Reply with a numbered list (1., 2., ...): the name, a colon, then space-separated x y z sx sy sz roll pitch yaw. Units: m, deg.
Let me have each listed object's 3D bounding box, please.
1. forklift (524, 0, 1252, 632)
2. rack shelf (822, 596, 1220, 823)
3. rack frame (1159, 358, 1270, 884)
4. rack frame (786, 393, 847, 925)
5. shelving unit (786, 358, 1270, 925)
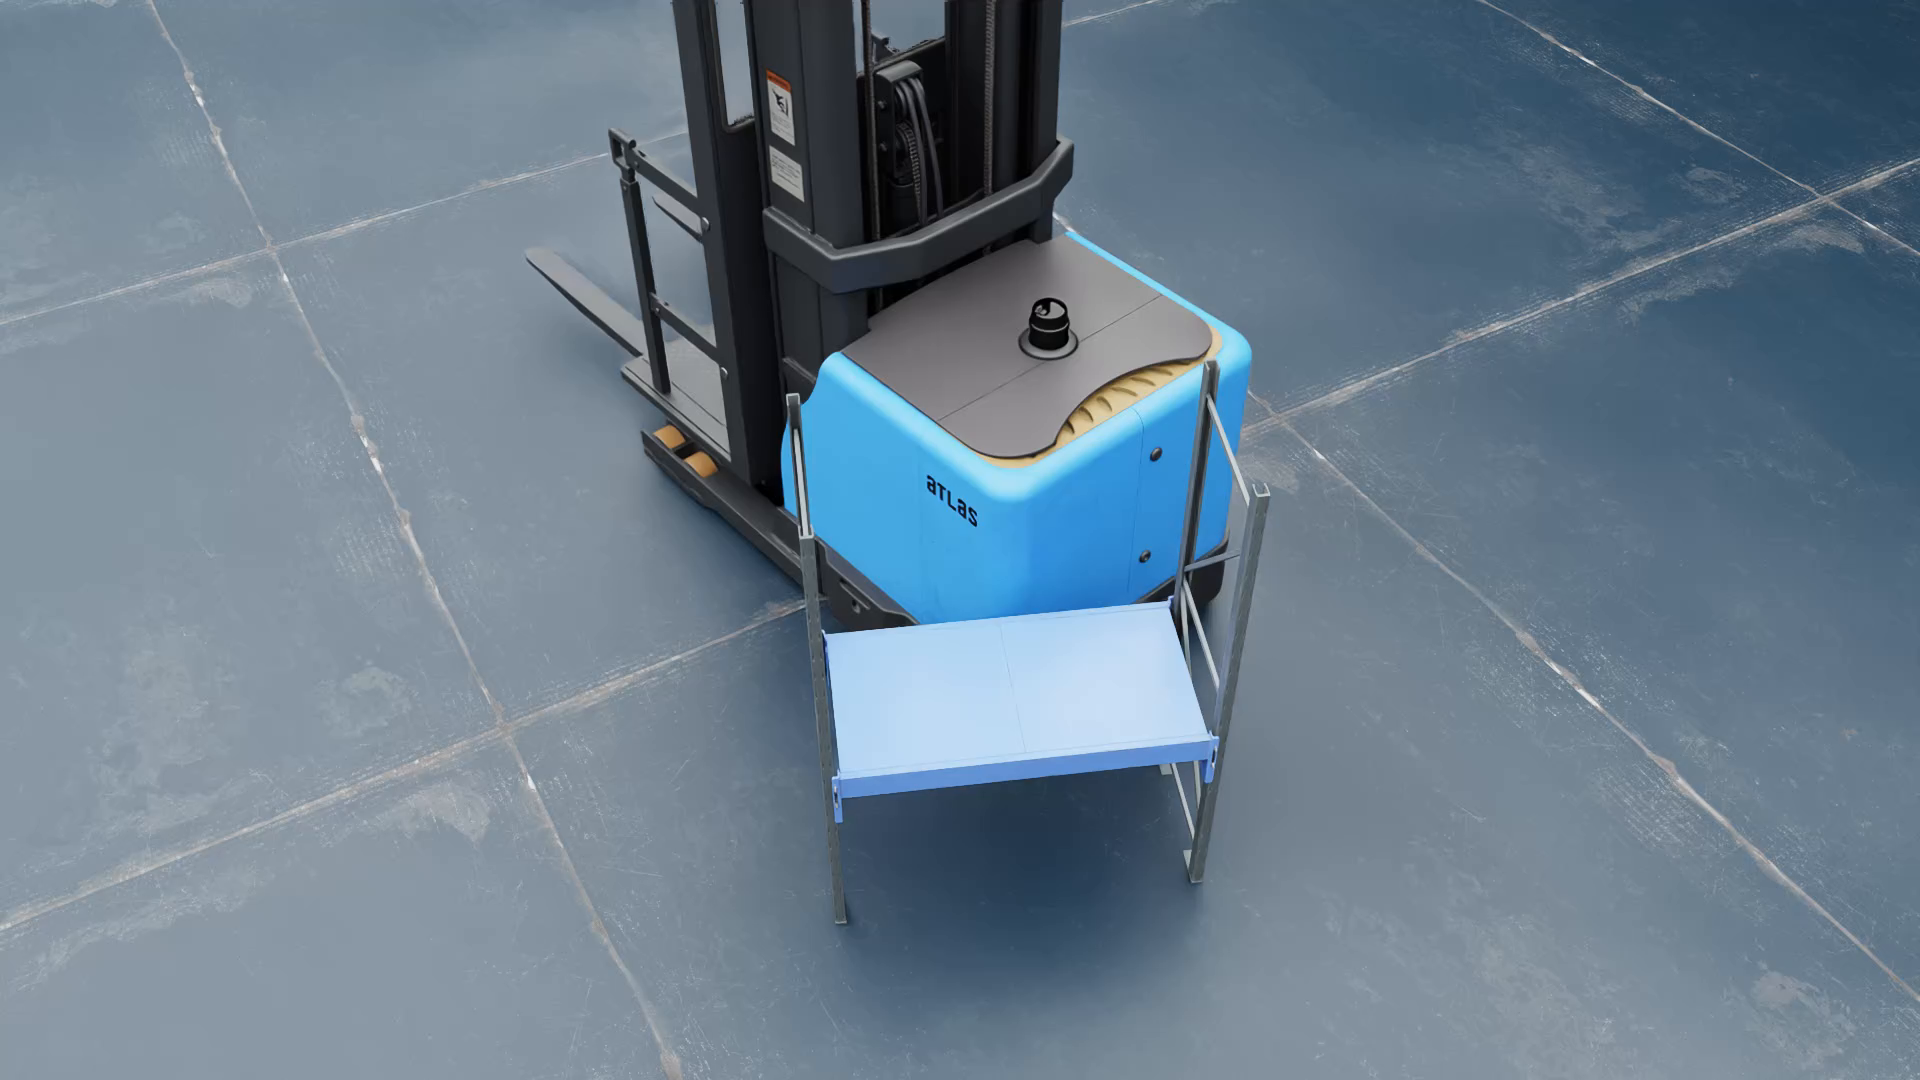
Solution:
1. forklift: -0.486 -1.405 5.094 1.130 2.935 3.031 -32 52 -28
2. rack shelf: 0.139 0.444 4.473 1.000 0.185 0.538 -5 44 -5
3. rack frame: 0.642 0.268 4.396 0.032 1.500 0.500 -5 44 -5
4. rack frame: -0.365 0.362 4.300 0.032 1.500 0.500 -5 44 -5
5. shelving unit: 0.139 0.315 4.348 1.048 1.500 0.538 -5 44 -5
